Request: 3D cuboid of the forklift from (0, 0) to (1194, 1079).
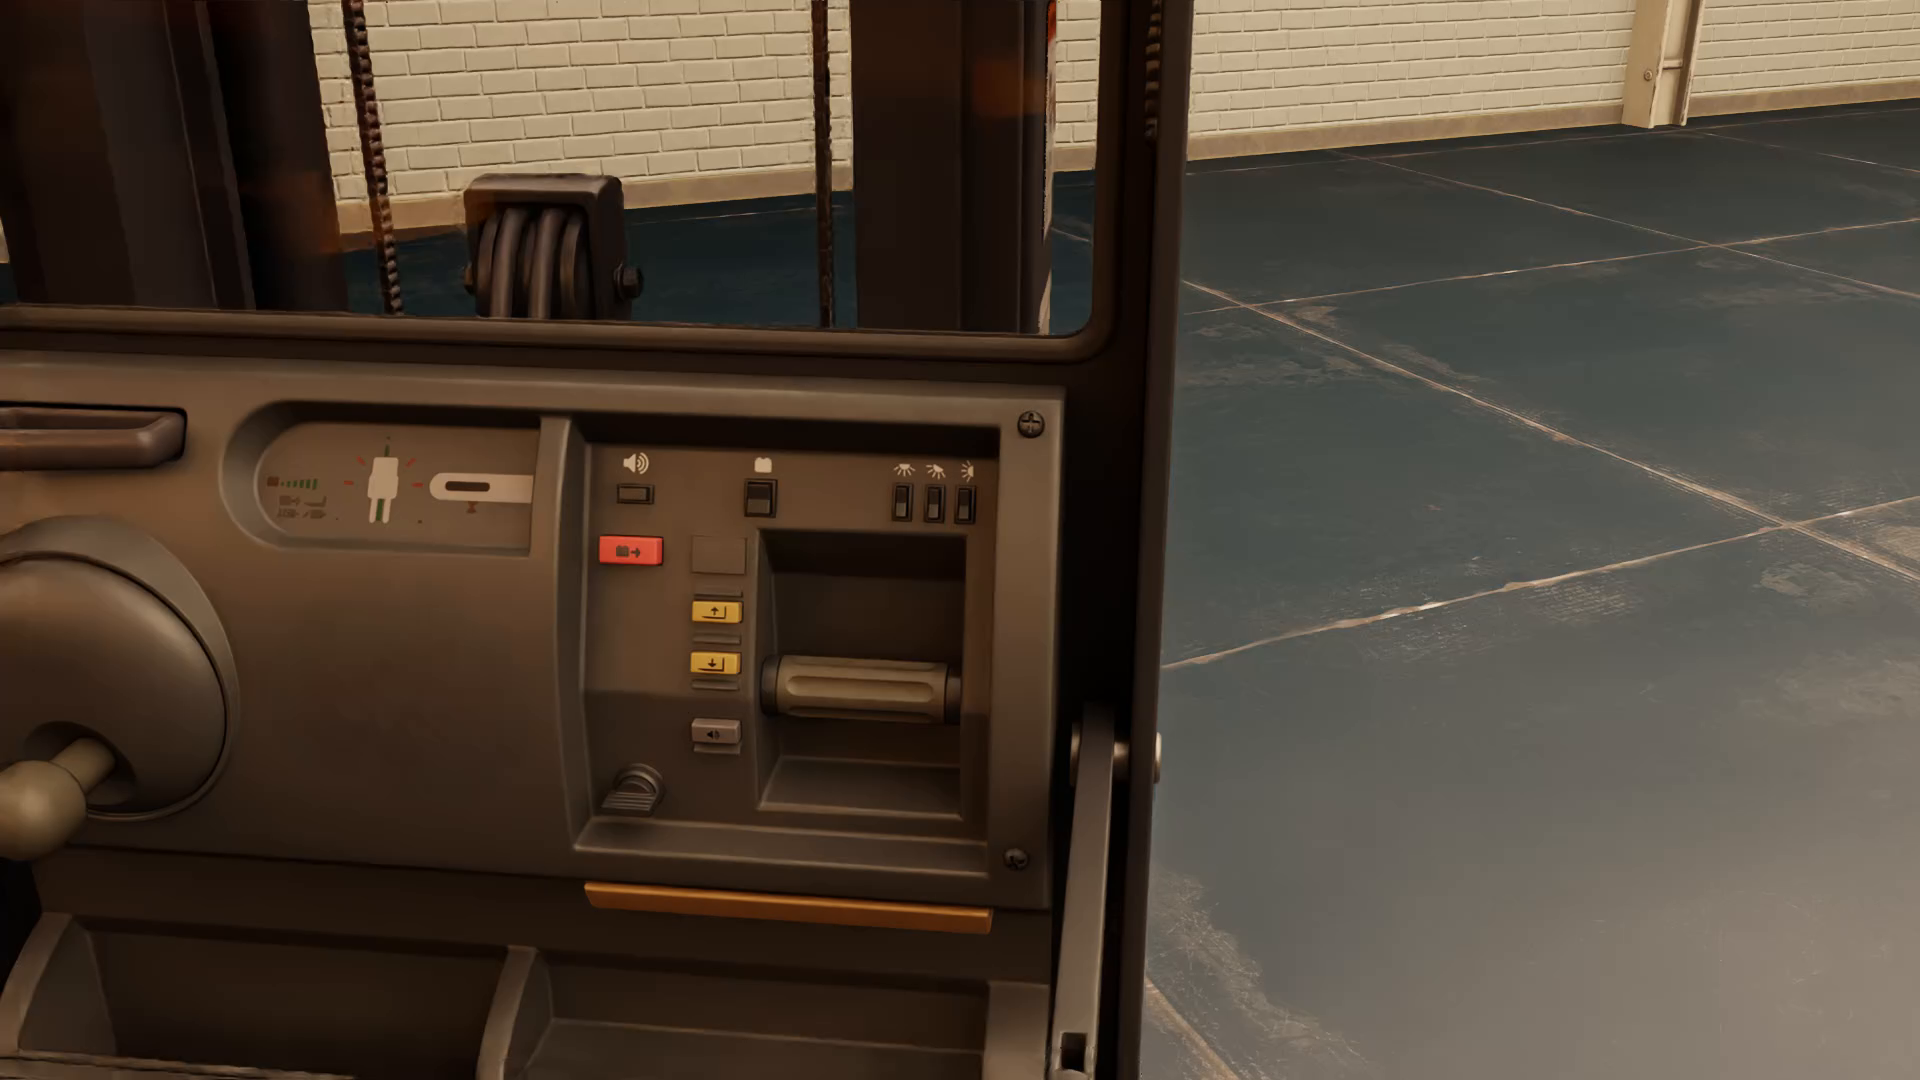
[{"bbox_3d":[-0.411,0.085,1.082,1.130,2.935,3.031,3,23,6],"label":"forklift"}]
